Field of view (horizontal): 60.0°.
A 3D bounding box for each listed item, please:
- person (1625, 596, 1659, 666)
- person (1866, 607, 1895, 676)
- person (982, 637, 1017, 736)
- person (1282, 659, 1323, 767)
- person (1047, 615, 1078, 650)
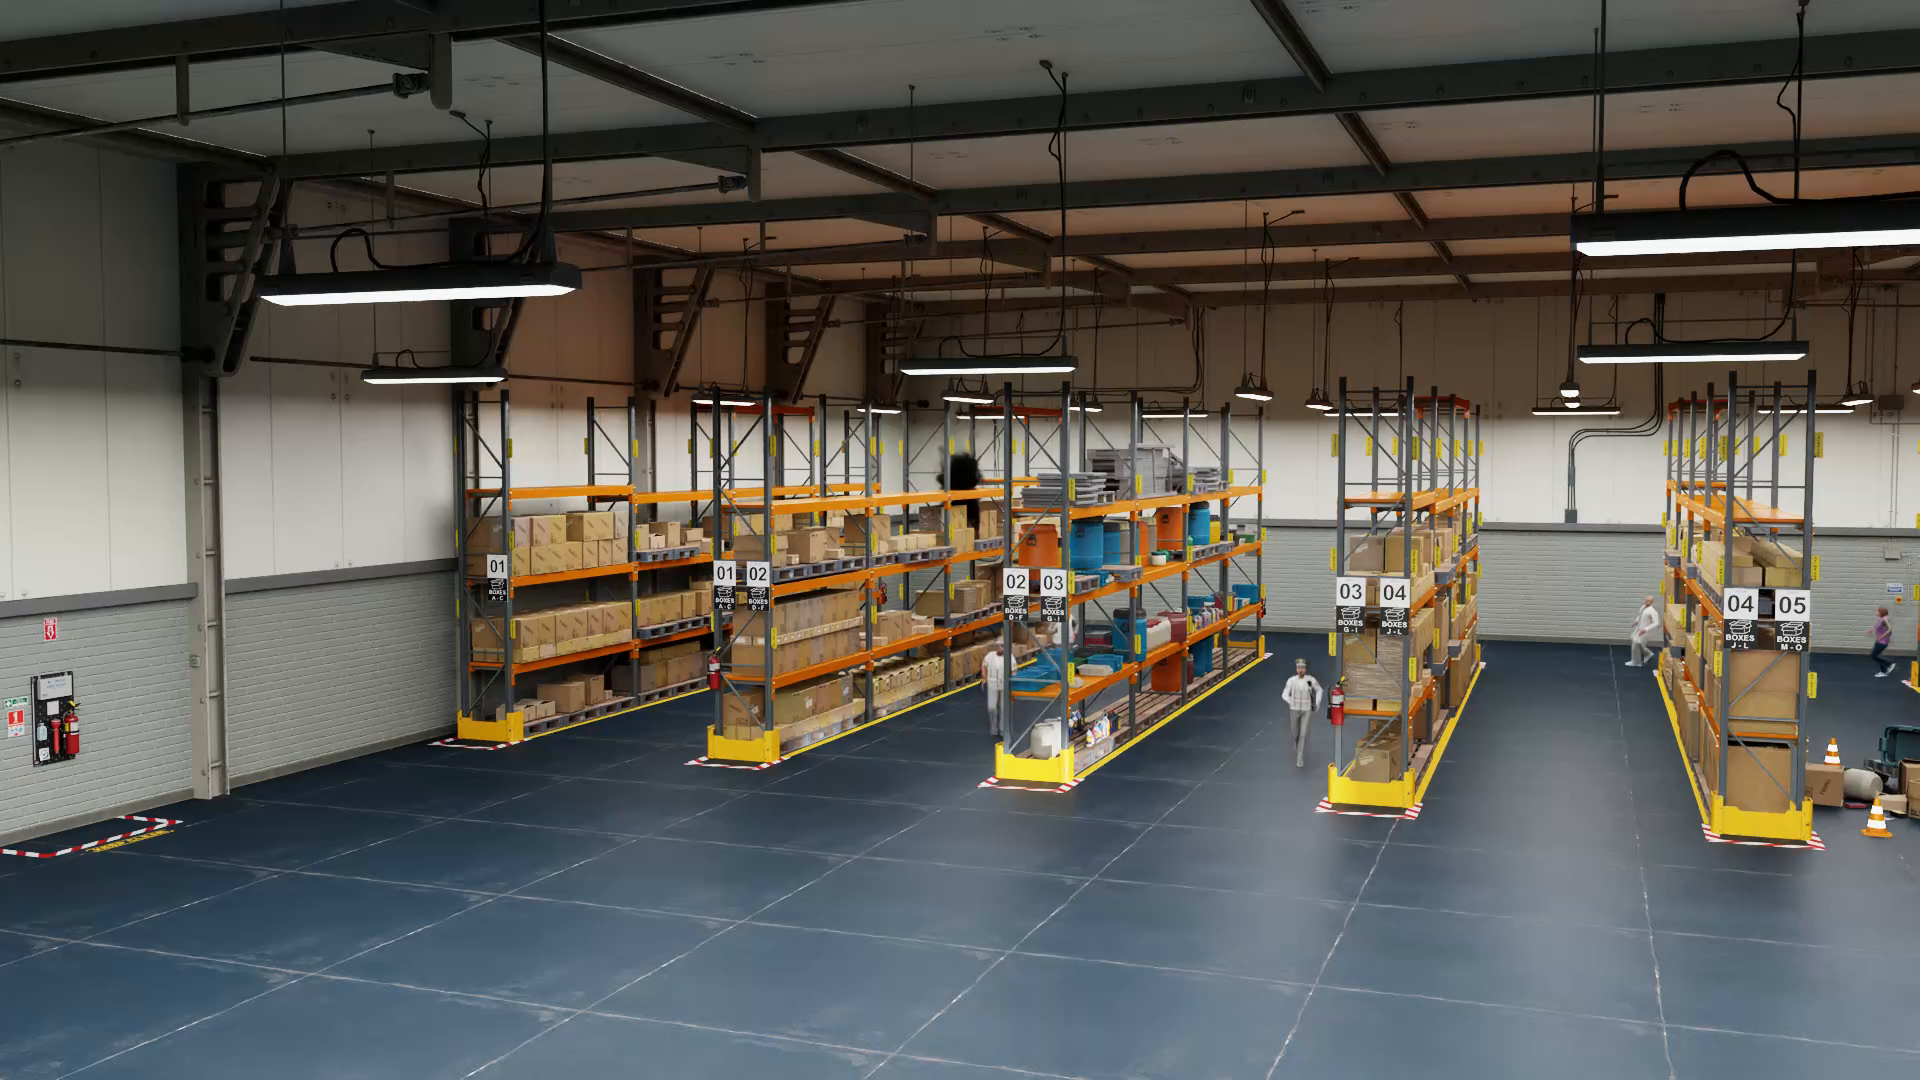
[{"bbox_3d":[15.654,2.080,37.885,0.660,1.662,0.880,-1,3,-9],"label":"person"},{"bbox_3d":[20.169,2.232,36.408,0.571,1.549,0.559,1,3,21],"label":"person"},{"bbox_3d":[0.671,2.538,28.756,0.637,1.738,0.741,0,3,6],"label":"person"},{"bbox_3d":[5.432,2.712,26.393,0.630,1.657,0.938,1,3,16],"label":"person"},{"bbox_3d":[2.161,2.171,34.895,0.657,1.777,0.949,0,3,8],"label":"person"}]
